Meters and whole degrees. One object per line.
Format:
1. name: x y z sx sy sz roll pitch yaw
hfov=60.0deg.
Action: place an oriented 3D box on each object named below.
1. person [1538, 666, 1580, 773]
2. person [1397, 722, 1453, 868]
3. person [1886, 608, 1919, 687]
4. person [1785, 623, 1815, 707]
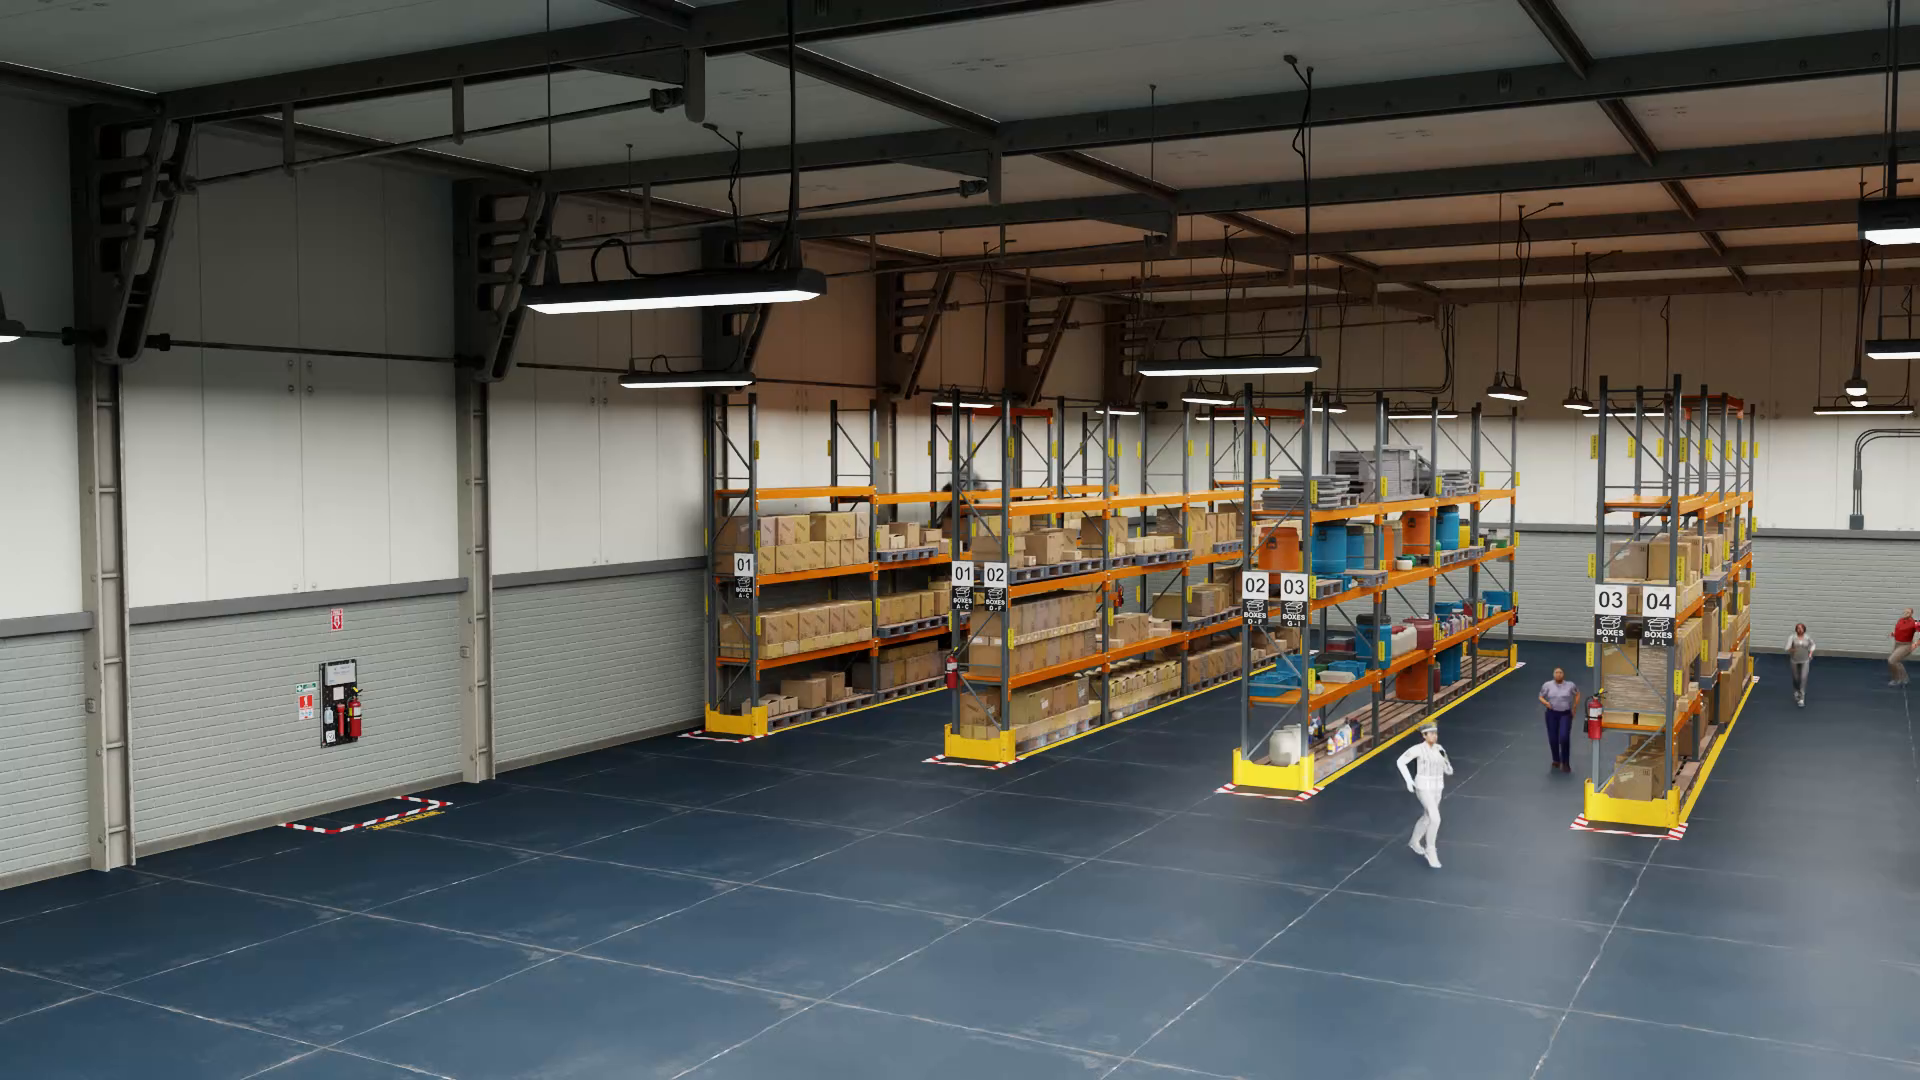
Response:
1. person: 9.332 2.800 25.941 0.597 1.679 0.695 1 3 26
2. person: 5.688 3.071 20.186 0.582 1.750 0.744 -2 4 -29
3. person: 19.973 2.282 35.204 0.636 1.720 0.667 0 3 1
4. person: 16.452 2.415 32.581 0.534 1.592 0.882 2 3 26
